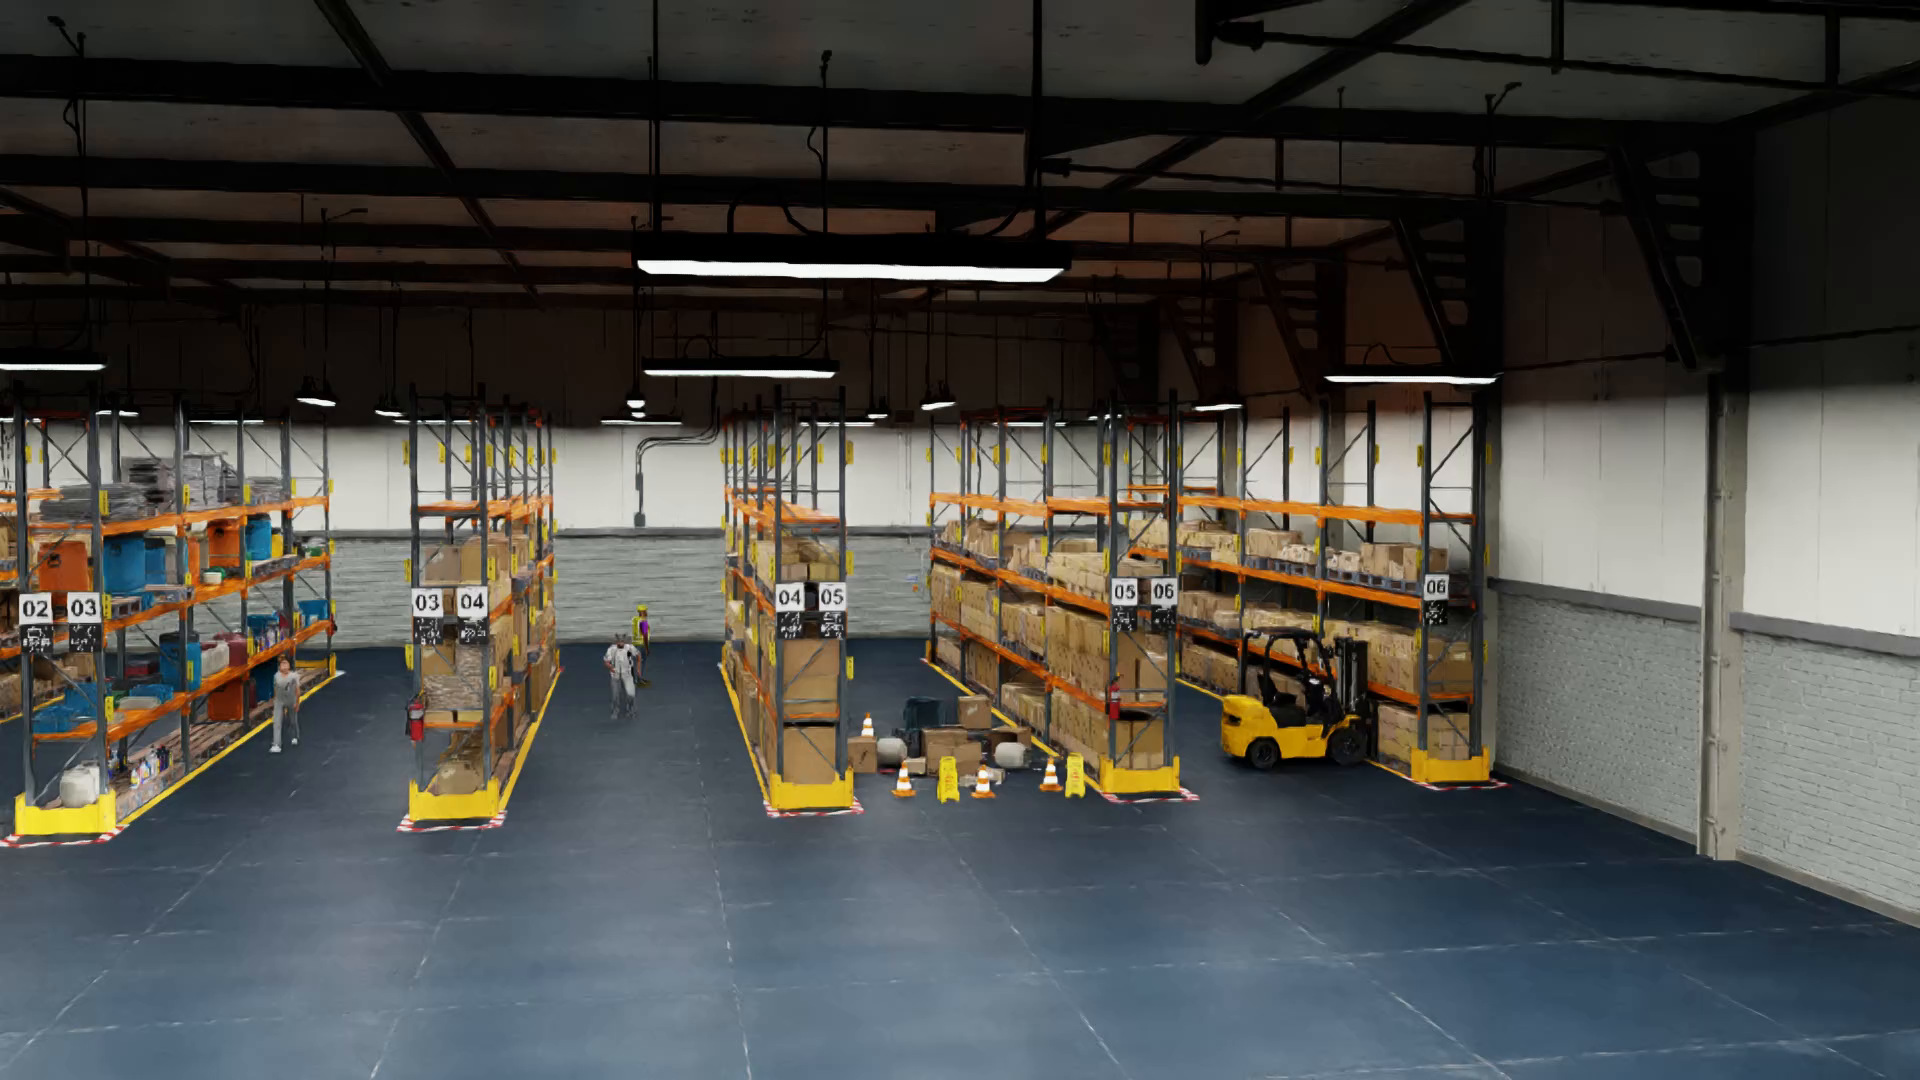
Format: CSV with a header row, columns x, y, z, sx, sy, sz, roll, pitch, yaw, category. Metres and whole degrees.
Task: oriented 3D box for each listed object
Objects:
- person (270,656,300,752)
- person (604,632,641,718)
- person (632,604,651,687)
x,y,z,sx,sy,sz,roll,pitch,yaw,category
-11.448,2.757,28.270,0.445,1.591,1.110,-1,3,-13,person
-6.402,2.565,31.528,0.669,1.690,0.819,0,3,-5,person
-6.867,2.271,36.089,0.464,1.772,0.624,-2,3,-32,person
